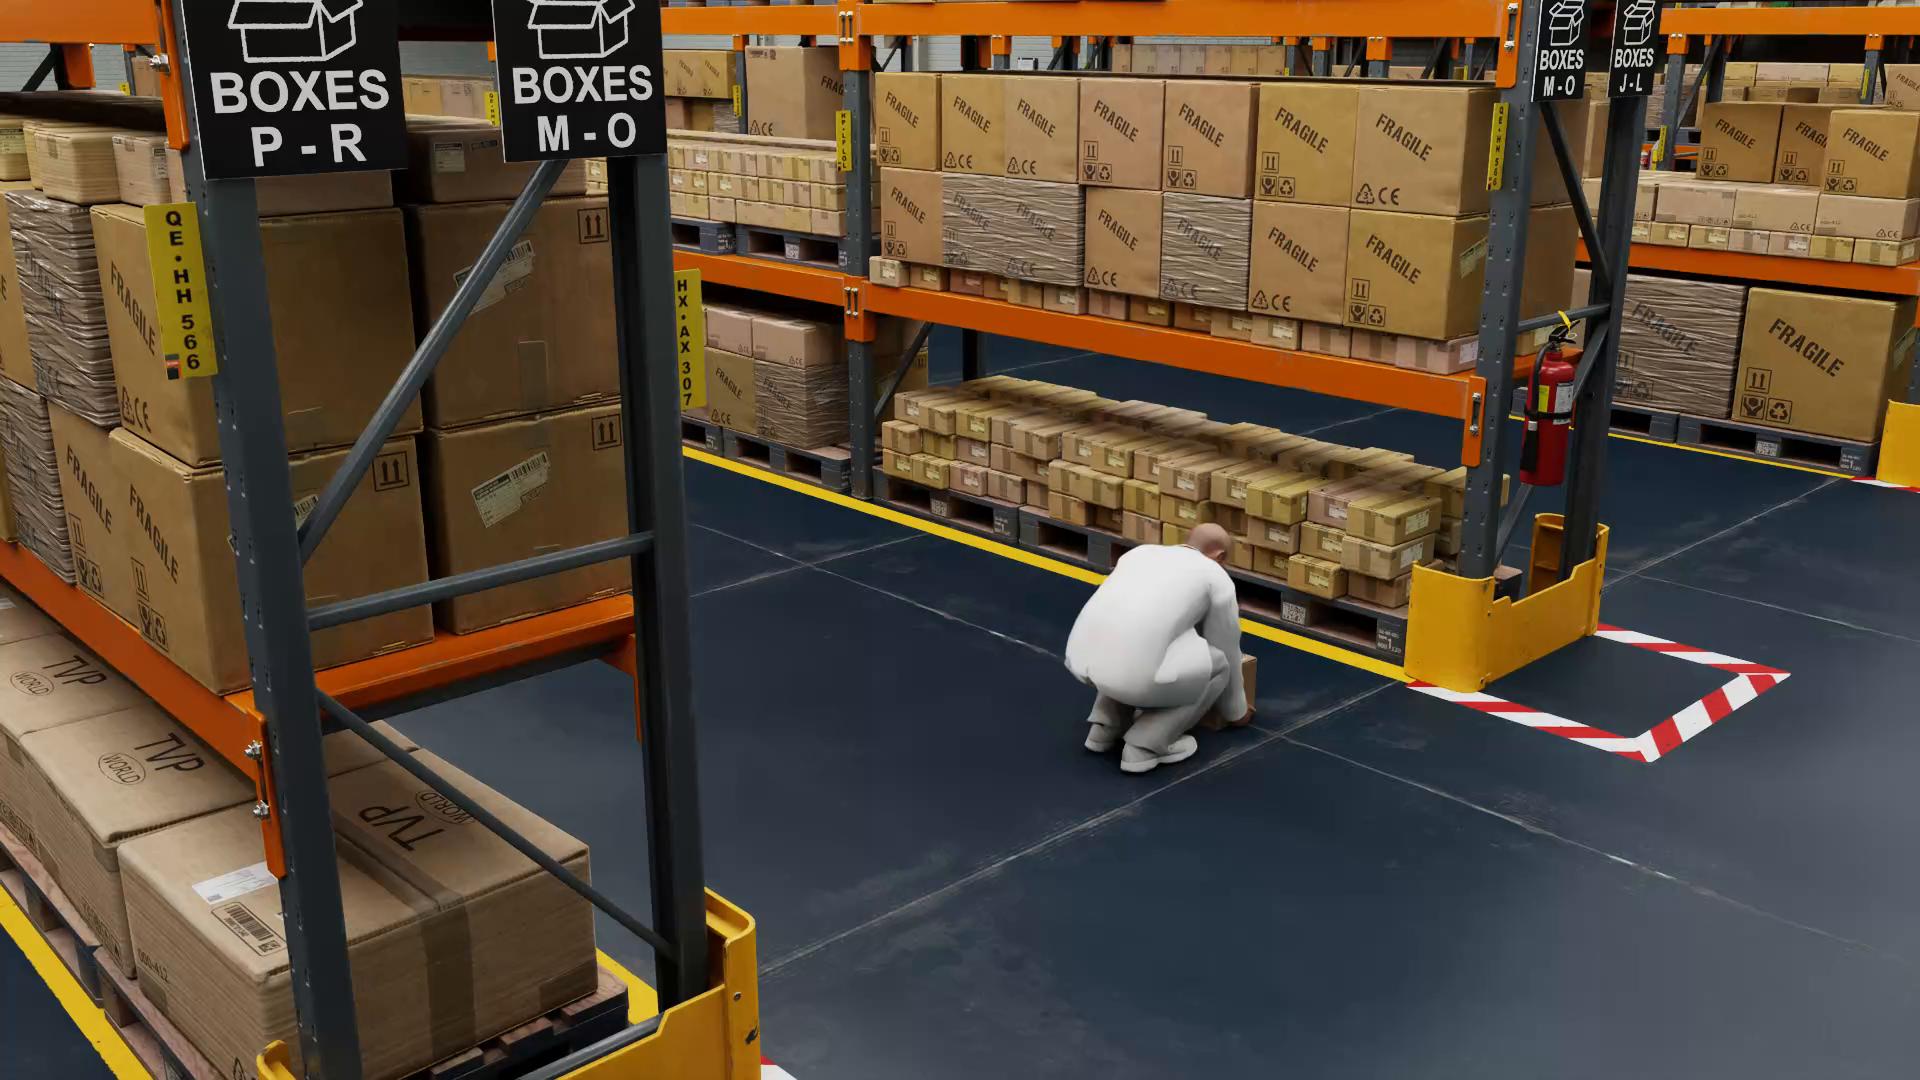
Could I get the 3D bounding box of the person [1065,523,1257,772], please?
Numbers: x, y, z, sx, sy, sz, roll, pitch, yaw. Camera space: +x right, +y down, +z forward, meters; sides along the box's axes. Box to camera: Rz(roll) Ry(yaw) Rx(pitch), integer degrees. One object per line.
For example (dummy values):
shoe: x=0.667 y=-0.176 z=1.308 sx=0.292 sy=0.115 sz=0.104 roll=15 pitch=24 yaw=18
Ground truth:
person: x=0.596 y=-1.995 z=14.457 sx=12.265 sy=0.859 sz=12.922 roll=-16 pitch=23 yaw=-42
